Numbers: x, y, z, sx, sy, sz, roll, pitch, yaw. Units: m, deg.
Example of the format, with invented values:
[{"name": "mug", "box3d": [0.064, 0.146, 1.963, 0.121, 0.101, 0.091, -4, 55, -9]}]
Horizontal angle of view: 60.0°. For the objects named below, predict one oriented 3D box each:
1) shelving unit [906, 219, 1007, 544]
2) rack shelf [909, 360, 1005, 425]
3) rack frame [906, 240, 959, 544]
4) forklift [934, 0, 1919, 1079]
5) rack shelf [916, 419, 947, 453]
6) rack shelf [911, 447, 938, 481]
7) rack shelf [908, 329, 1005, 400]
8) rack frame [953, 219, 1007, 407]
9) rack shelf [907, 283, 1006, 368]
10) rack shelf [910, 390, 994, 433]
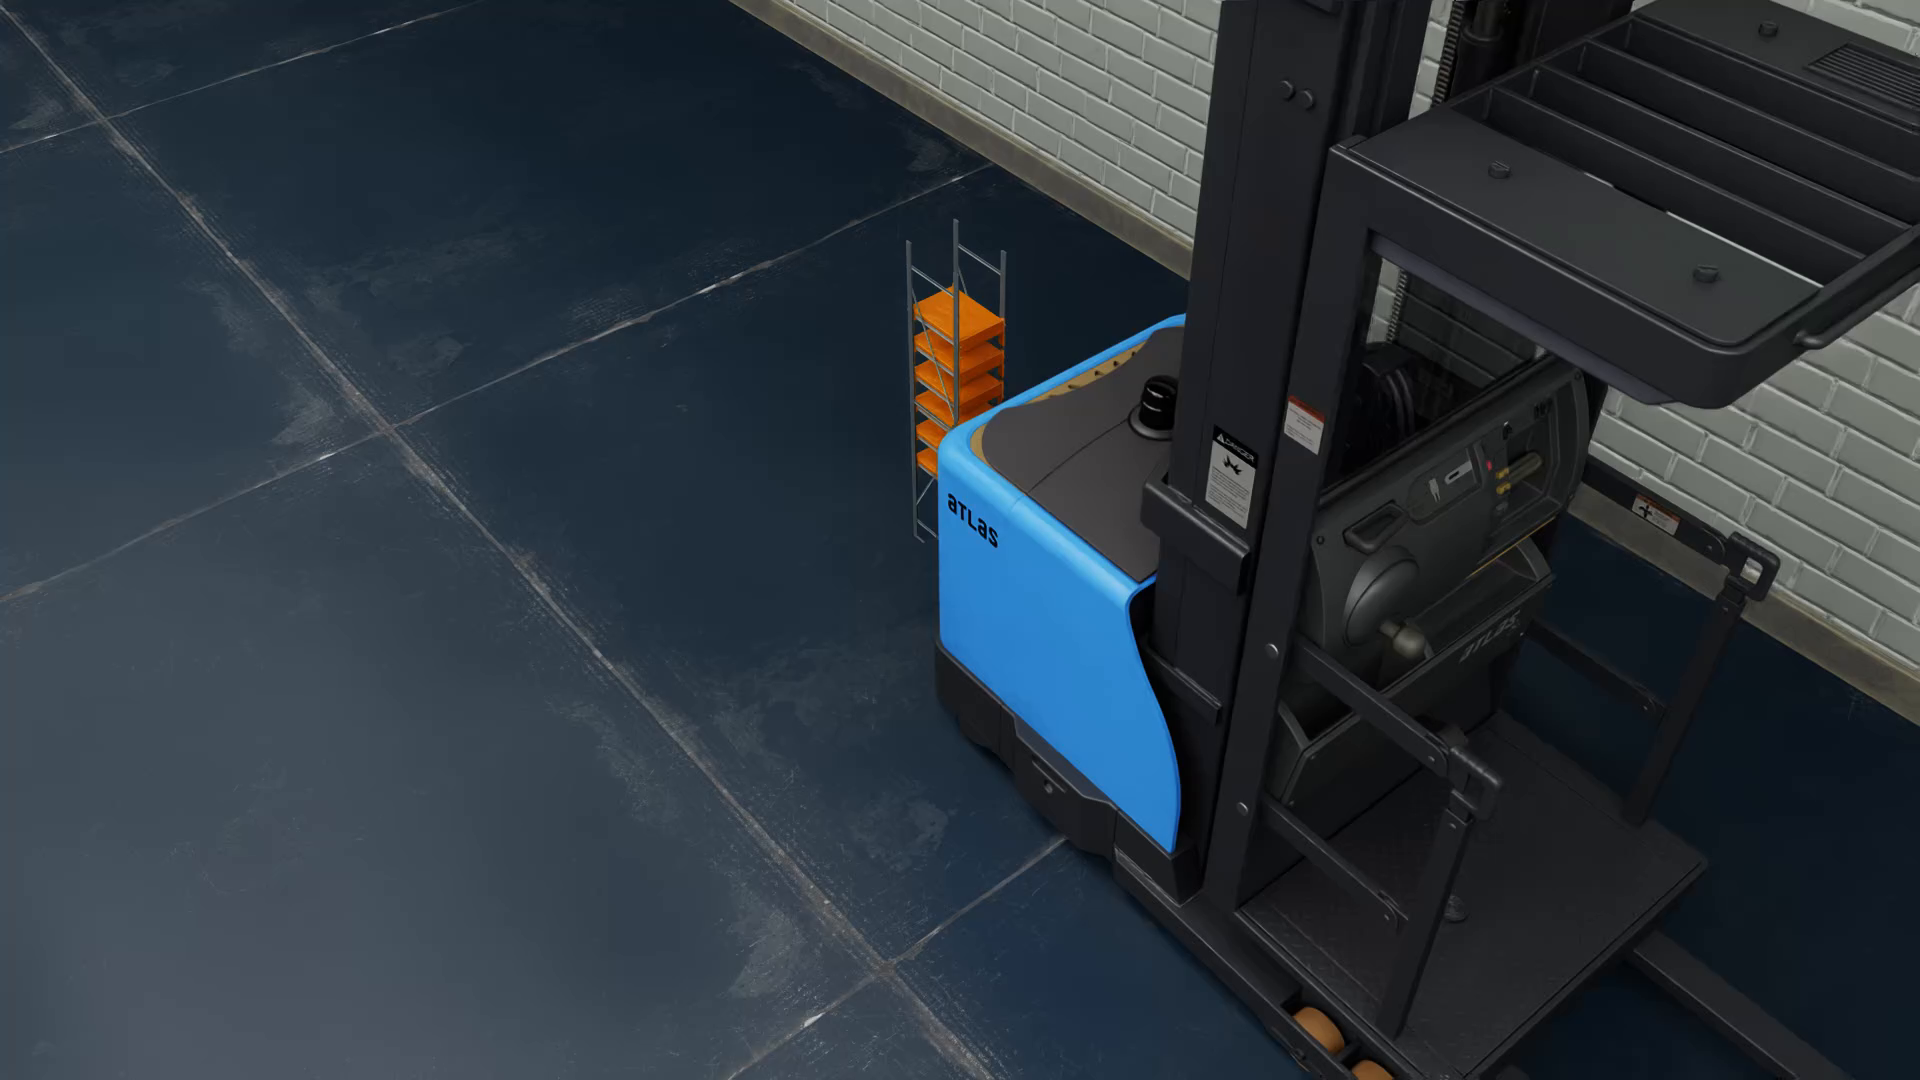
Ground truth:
[{"name": "shelving unit", "box3d": [-0.011, -0.431, 5.332, 0.189, 1.200, 0.258, -30, 51, -28]}, {"name": "rack shelf", "box3d": [-0.011, -0.486, 5.281, 0.180, 0.103, 0.258, -30, 51, -28]}, {"name": "rack frame", "box3d": [-0.081, -0.391, 5.290, 0.006, 1.200, 0.240, -30, 51, -28]}, {"name": "forklift", "box3d": [1.241, 0.012, 3.597, 1.130, 2.935, 3.031, -29, 50, -27]}, {"name": "rack shelf", "box3d": [-0.011, -0.311, 5.445, 0.180, 0.103, 0.258, -30, 51, -28]}, {"name": "rack shelf", "box3d": [-0.011, -0.224, 5.527, 0.180, 0.103, 0.258, -30, 51, -28]}, {"name": "rack shelf", "box3d": [-0.011, -0.574, 5.199, 0.180, 0.103, 0.258, -30, 51, -28]}, {"name": "rack frame", "box3d": [0.059, -0.471, 5.375, 0.006, 1.200, 0.240, -30, 51, -28]}, {"name": "rack shelf", "box3d": [-0.011, -0.661, 5.116, 0.180, 0.103, 0.258, -30, 51, -28]}, {"name": "rack shelf", "box3d": [-0.011, -0.399, 5.363, 0.180, 0.103, 0.258, -30, 51, -28]}]
